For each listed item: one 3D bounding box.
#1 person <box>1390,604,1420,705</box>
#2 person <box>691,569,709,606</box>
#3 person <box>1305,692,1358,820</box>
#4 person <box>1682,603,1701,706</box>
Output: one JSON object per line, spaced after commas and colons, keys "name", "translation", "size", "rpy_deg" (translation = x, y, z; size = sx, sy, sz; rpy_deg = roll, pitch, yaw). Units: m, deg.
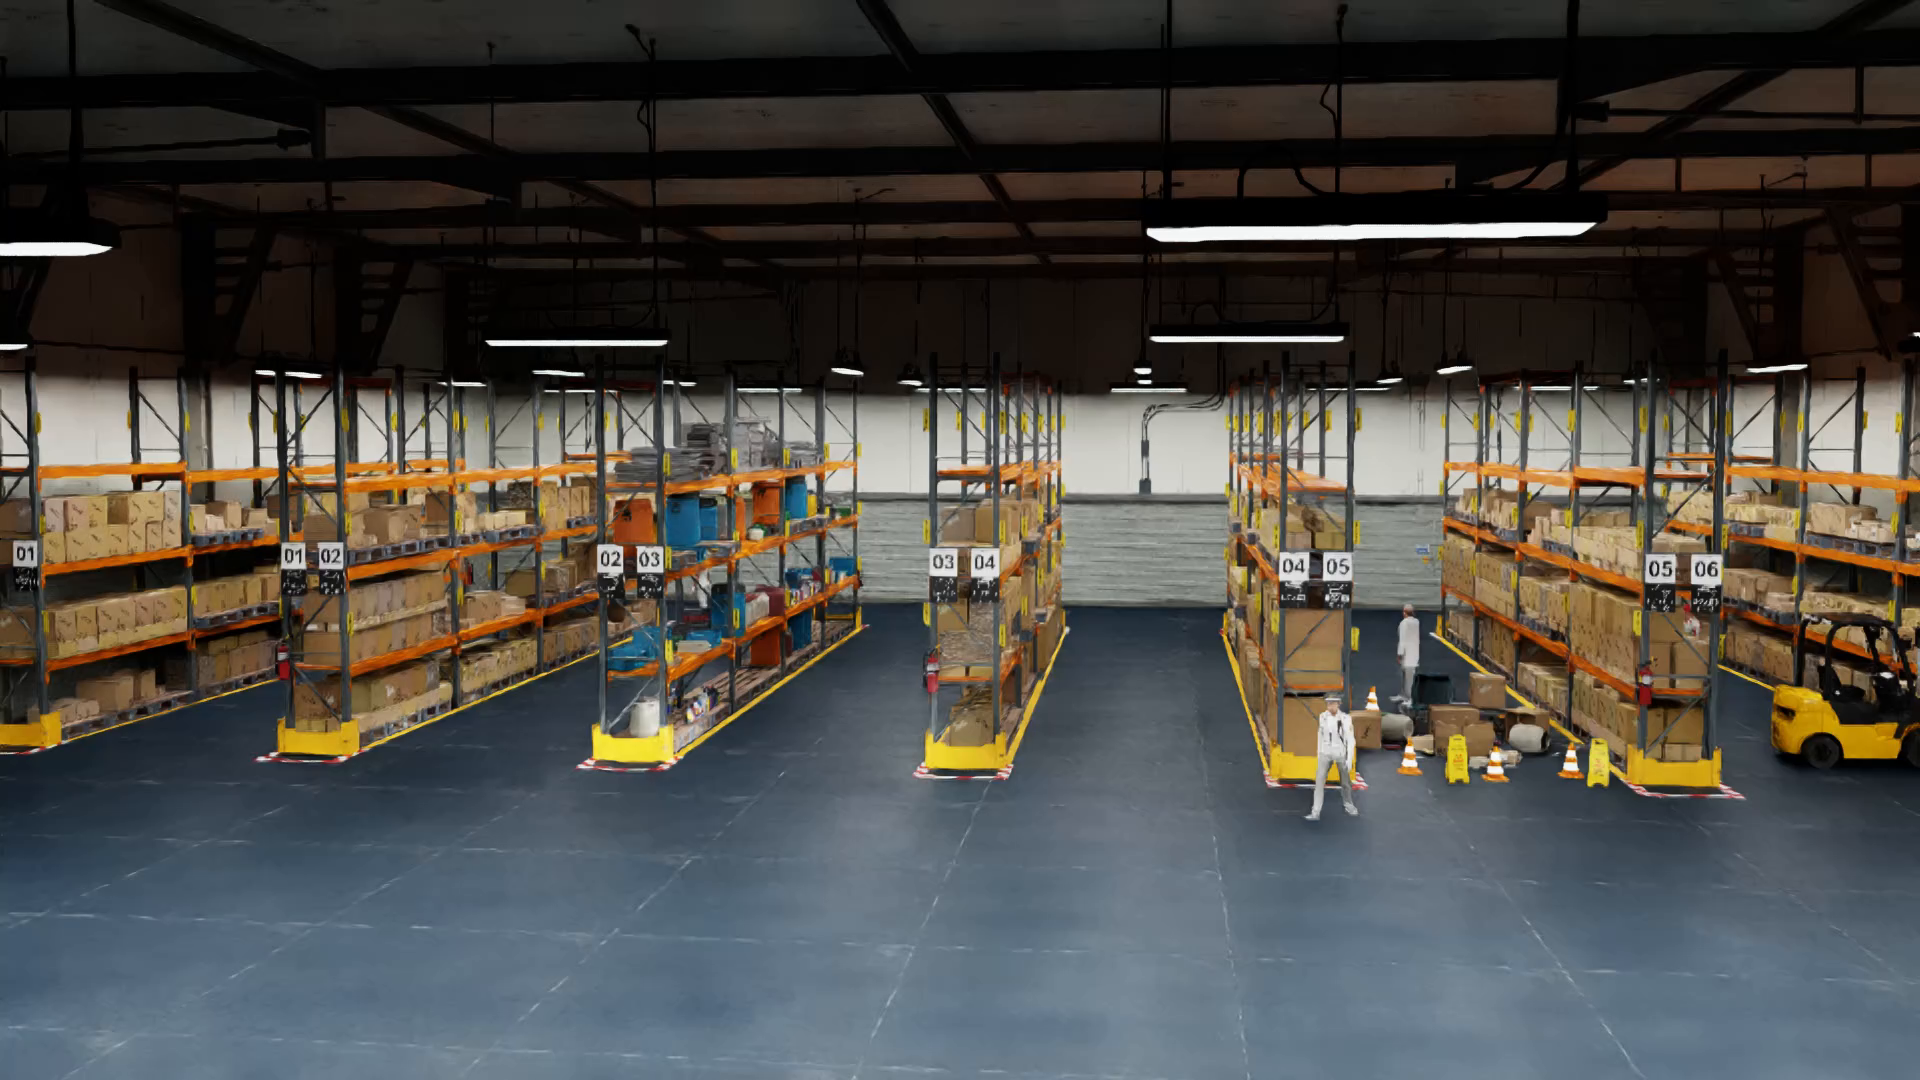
{"name": "person", "translation": [7.897, 2.015, 29.437], "size": [0.629, 1.773, 0.678], "rpy_deg": [3, 5, 36]}
{"name": "person", "translation": [-6.418, 1.179, 41.348], "size": [0.466, 1.797, 0.570], "rpy_deg": [1, 4, 18]}
{"name": "person", "translation": [4.720, 2.706, 20.958], "size": [0.524, 1.623, 0.930], "rpy_deg": [2, 5, 30]}
{"name": "person", "translation": [12.883, 2.011, 29.454], "size": [0.577, 1.785, 0.655], "rpy_deg": [3, 5, 36]}
